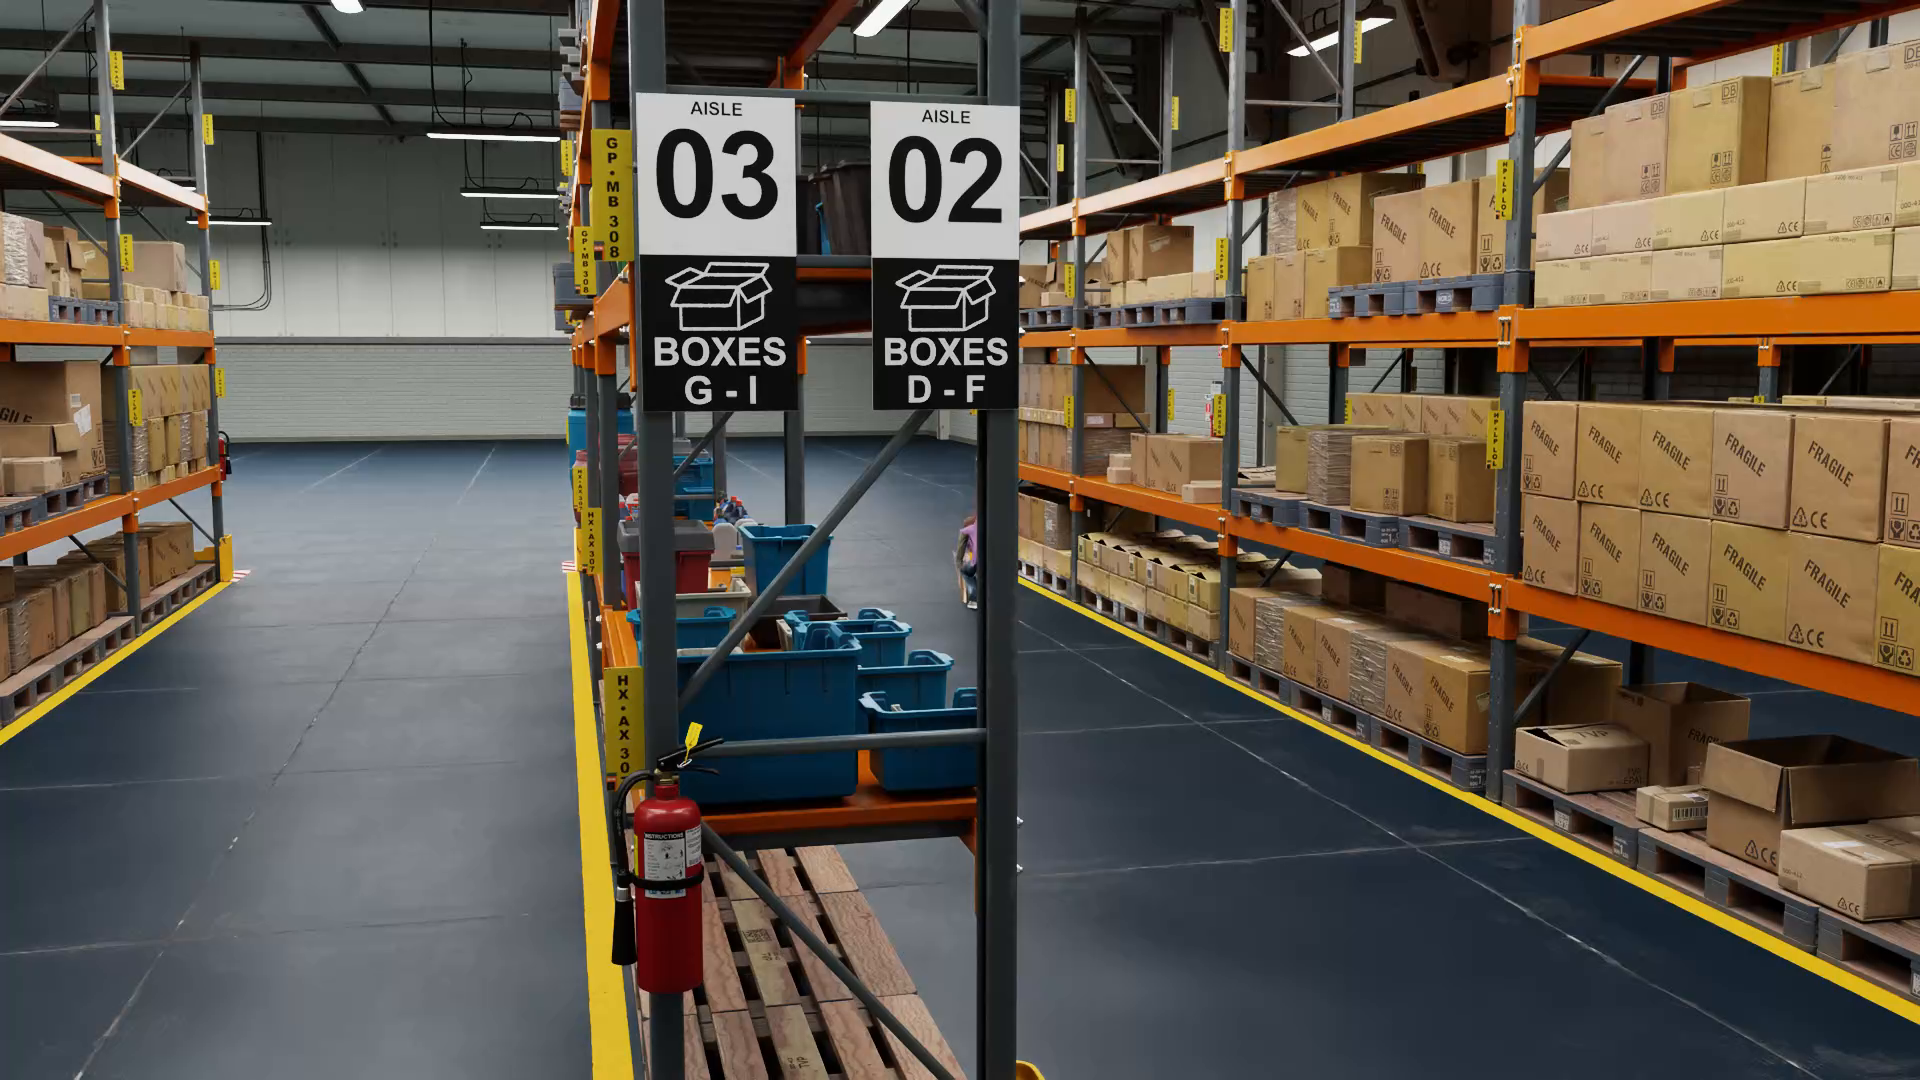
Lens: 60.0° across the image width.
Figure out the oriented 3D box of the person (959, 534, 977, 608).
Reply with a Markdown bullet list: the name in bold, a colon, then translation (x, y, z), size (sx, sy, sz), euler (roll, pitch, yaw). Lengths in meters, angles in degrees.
- **person**: translation (0.215, 0.297, 16.960), size (0.430, 0.795, 0.866), euler (-1, 6, -13)
